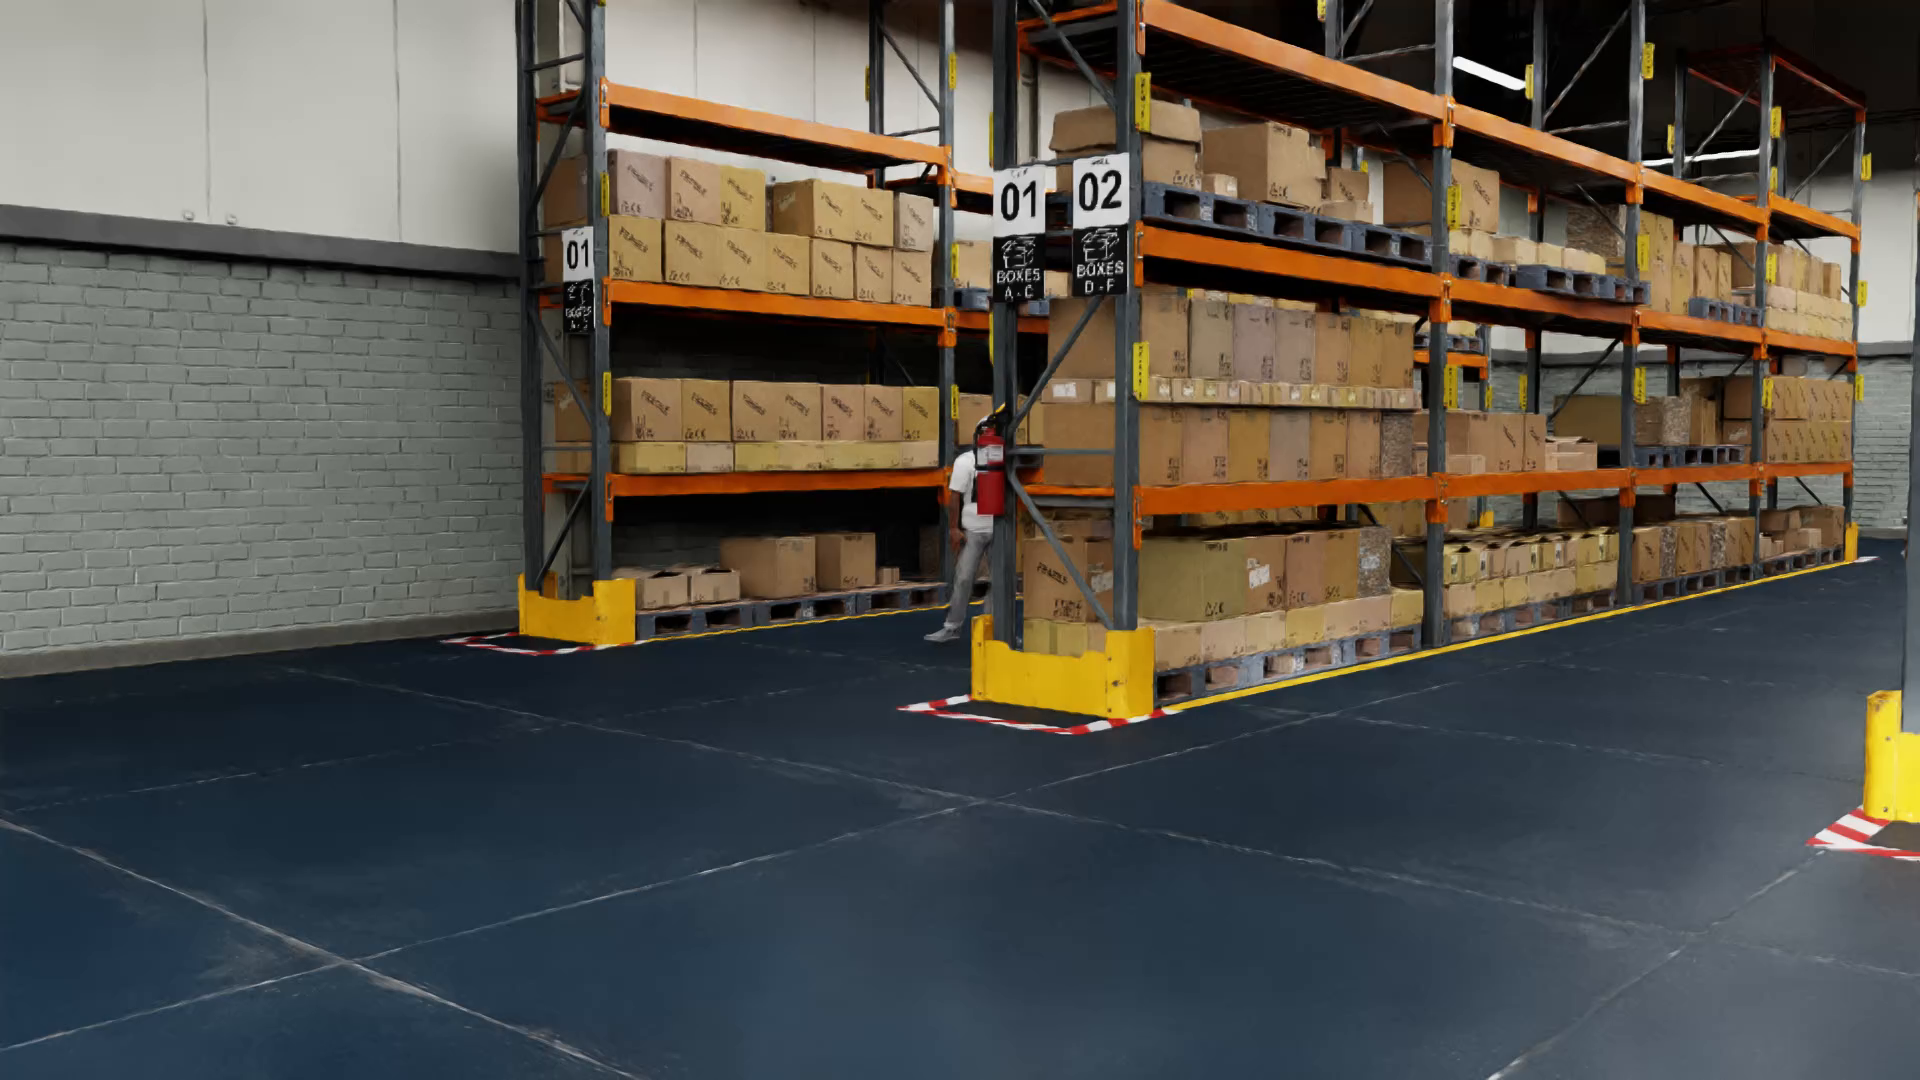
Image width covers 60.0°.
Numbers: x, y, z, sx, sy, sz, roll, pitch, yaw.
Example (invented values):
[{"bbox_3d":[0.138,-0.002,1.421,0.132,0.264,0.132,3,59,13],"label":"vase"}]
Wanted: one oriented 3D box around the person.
[{"bbox_3d":[0.111,-0.068,12.693,0.706,1.772,0.474,-2,4,-27],"label":"person"}]
